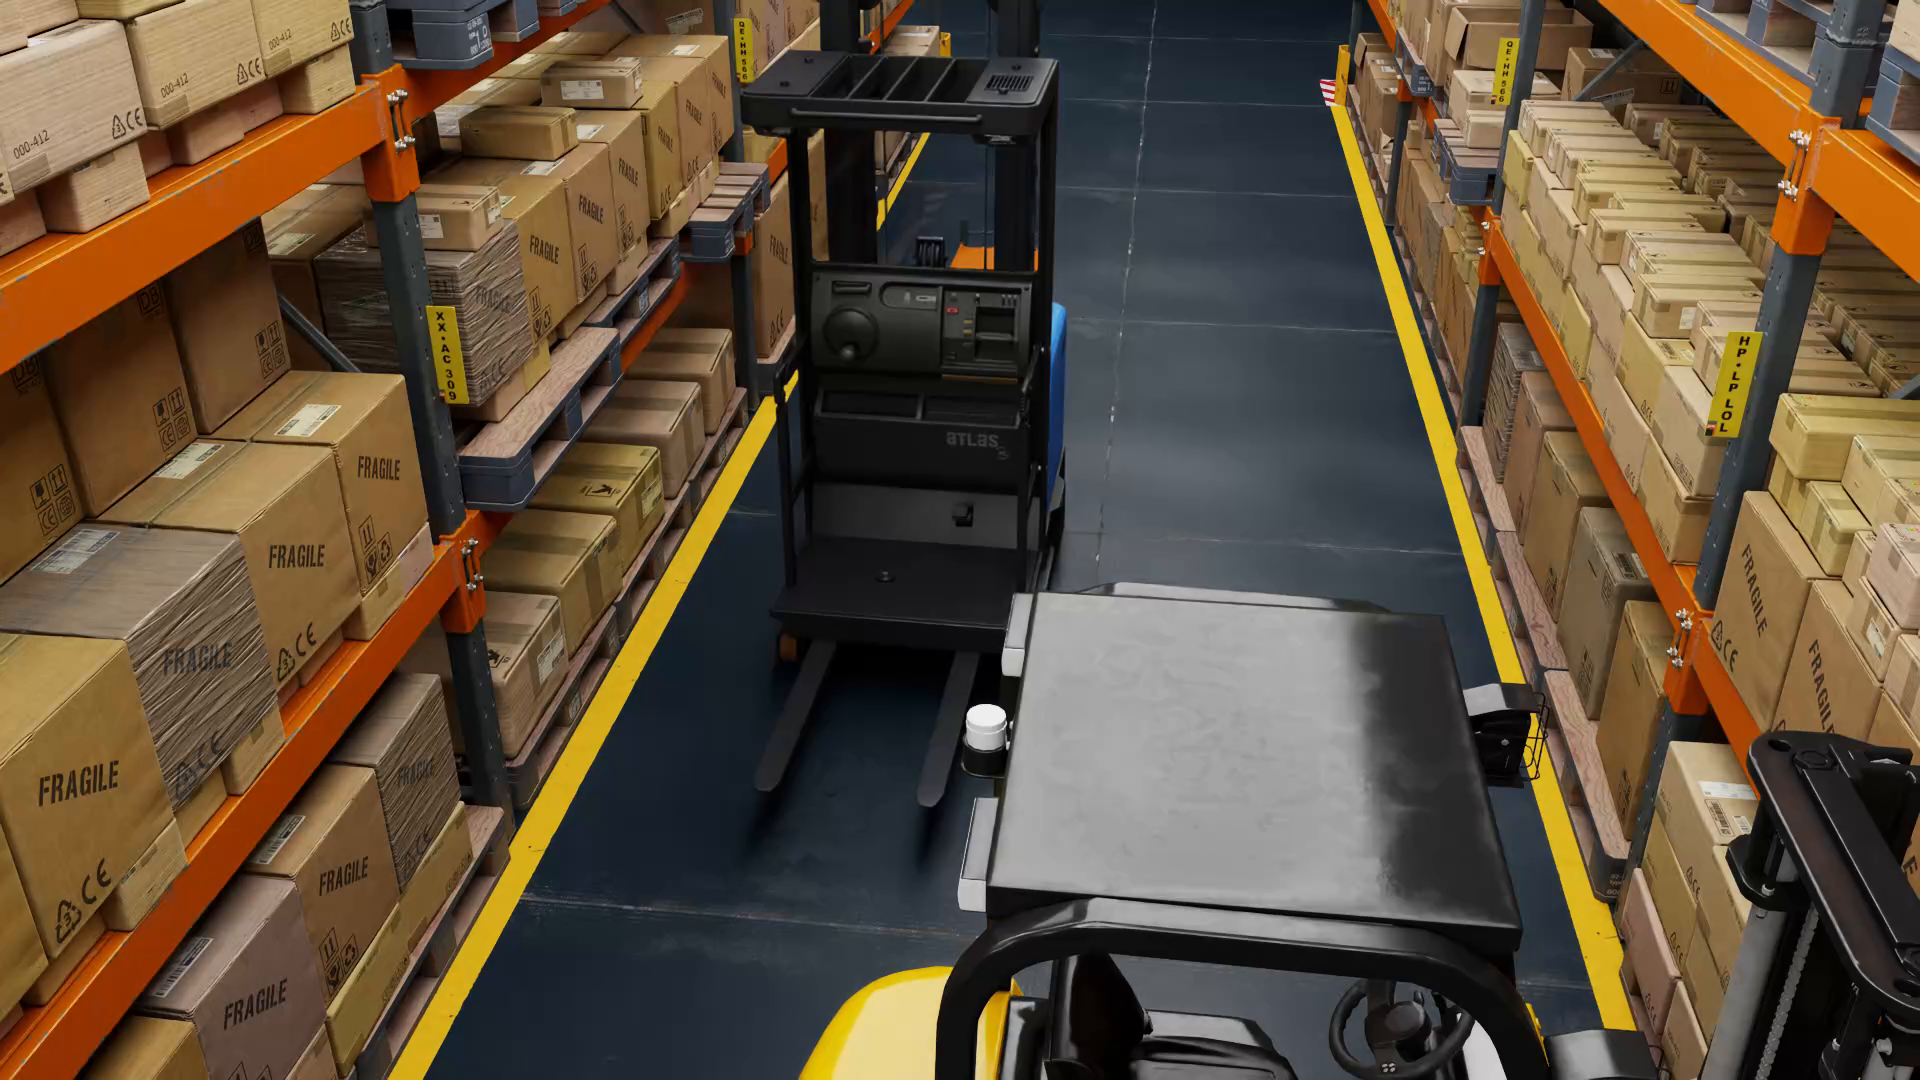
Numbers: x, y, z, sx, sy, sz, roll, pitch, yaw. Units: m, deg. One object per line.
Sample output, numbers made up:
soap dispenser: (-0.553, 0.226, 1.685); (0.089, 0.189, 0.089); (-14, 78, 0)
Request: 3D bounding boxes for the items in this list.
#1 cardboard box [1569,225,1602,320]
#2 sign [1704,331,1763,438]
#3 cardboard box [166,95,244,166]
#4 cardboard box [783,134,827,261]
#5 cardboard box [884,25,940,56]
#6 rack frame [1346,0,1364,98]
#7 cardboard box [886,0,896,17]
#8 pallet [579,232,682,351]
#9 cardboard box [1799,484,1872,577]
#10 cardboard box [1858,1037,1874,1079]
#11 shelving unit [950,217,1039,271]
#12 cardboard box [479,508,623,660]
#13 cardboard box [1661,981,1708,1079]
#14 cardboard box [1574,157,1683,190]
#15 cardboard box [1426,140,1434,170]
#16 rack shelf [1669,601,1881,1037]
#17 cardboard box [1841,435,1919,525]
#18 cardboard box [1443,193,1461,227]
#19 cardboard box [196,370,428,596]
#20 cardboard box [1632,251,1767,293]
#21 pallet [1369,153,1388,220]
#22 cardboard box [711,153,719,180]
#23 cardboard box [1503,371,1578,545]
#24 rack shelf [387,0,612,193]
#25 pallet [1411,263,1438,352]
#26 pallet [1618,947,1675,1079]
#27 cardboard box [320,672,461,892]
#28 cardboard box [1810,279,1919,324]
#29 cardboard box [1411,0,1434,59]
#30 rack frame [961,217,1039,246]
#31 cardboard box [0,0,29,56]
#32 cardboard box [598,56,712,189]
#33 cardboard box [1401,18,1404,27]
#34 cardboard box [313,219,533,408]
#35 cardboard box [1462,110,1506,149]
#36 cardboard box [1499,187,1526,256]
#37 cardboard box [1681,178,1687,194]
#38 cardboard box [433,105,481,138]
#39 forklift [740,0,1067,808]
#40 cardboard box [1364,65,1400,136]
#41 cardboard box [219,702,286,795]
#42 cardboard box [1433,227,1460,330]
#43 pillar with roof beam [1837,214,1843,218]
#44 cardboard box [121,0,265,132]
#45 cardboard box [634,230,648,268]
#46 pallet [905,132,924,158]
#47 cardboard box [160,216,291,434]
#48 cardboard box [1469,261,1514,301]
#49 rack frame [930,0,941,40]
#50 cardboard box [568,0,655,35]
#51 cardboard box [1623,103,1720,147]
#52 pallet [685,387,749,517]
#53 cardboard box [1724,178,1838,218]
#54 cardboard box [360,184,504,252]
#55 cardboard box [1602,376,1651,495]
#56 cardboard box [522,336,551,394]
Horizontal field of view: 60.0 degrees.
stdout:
cardboard box: (2.775, -1.063, 6.691); (0.500, 0.250, 0.500); (4, 29, 7)
sign: (2.224, -0.445, 4.776); (0.100, 0.325, 0.005); (3, 28, 6)
cardboard box: (-2.024, -1.038, 4.117); (0.380, 0.149, 0.250); (4, 29, 7)
cardboard box: (-1.392, -2.102, 10.787); (0.875, 0.875, 0.875); (4, 29, 7)
cardboard box: (-0.674, -4.619, 15.920); (0.875, 0.438, 0.875); (2, 28, 4)
rack frame: (4.234, -5.592, 15.467); (1.000, 3.000, 0.127); (3, 28, 6)
cardboard box: (-0.799, -4.482, 13.302); (0.500, 0.500, 0.500); (4, 29, 7)
pallet: (-1.874, -1.094, 7.321); (1.003, 0.211, 1.213); (3, 28, 6)
cardboard box: (2.434, -0.016, 4.328); (0.380, 0.149, 0.250); (4, 29, 7)
cardboard box: (2.271, 1.327, 4.027); (0.500, 0.250, 0.500); (4, 29, 8)
shelving unit: (0.177, -1.029, 8.975); (0.538, 1.125, 1.048); (4, 29, 8)
cardboard box: (-2.016, 0.156, 7.125); (0.950, 0.372, 0.625); (5, 29, 9)
cardboard box: (2.329, 1.531, 4.702); (0.500, 0.250, 0.500); (3, 28, 5)
cardboard box: (2.865, -1.531, 7.140); (0.380, 0.149, 0.250); (4, 29, 7)
cardboard box: (3.459, -2.669, 11.551); (0.380, 0.149, 0.250); (2, 28, 4)
rack shelf: (2.519, 1.315, 3.405); (1.077, 0.370, 4.000); (3, 28, 6)
cardboard box: (2.506, -0.142, 4.247); (0.380, 0.149, 0.250); (4, 29, 7)
cardboard box: (3.254, -2.066, 10.431); (0.380, 0.149, 0.250); (2, 28, 4)
cardboard box: (-1.970, -0.181, 5.005); (0.500, 0.500, 0.500); (3, 28, 5)
cardboard box: (2.676, -0.932, 6.029); (0.380, 0.149, 0.250); (3, 28, 5)
pallet: (3.829, -2.805, 13.234); (1.003, 0.211, 1.213); (3, 28, 6)
cardboard box: (-1.440, -1.889, 8.415); (0.380, 0.149, 0.250); (4, 29, 7)
cardboard box: (3.092, -0.365, 7.826); (0.875, 0.625, 0.625); (4, 29, 8)
rack shelf: (-1.918, -2.175, 6.721); (1.077, 0.370, 4.000); (3, 28, 6)
pallet: (3.535, -1.520, 10.850); (1.003, 0.211, 1.213); (3, 28, 6)
pallet: (2.625, 1.656, 4.953); (1.003, 0.211, 1.213); (3, 28, 6)
cardboard box: (-1.969, 0.760, 5.343); (0.500, 0.500, 0.500); (3, 28, 5)
cardboard box: (3.147, -0.788, 5.761); (0.380, 0.149, 0.250); (3, 28, 6)
cardboard box: (3.400, -3.480, 10.998); (0.700, 0.500, 0.500); (4, 29, 7)
rack frame: (0.253, -1.268, 9.417); (0.500, 1.125, 0.032); (4, 29, 8)
cardboard box: (-2.077, -1.015, 3.232); (0.380, 0.149, 0.250); (4, 29, 7)
cardboard box: (-1.505, -1.999, 7.935); (0.500, 0.500, 0.500); (3, 28, 5)
cardboard box: (3.543, -3.887, 12.567); (0.380, 0.149, 0.250); (4, 29, 8)
cardboard box: (-1.821, -0.794, 5.699); (0.500, 0.500, 0.500); (4, 29, 7)
cardboard box: (2.954, -2.232, 9.052); (0.380, 0.149, 0.250); (4, 29, 7)
cardboard box: (2.957, -1.566, 8.151); (0.500, 0.250, 0.500); (3, 29, 6)
cardboard box: (3.414, -1.512, 7.525); (0.500, 0.250, 0.500); (4, 29, 7)
cardboard box: (-2.142, -1.543, 7.090); (0.500, 0.500, 0.500); (2, 28, 4)
forklift: (-0.194, -0.866, 6.768); (1.130, 2.935, 3.031); (4, 29, 8)
cardboard box: (3.758, -3.751, 14.242); (0.500, 0.500, 0.500); (4, 29, 7)
cardboard box: (-2.021, 0.528, 4.372); (0.380, 0.149, 0.250); (3, 28, 5)
cardboard box: (3.226, -1.604, 10.257); (0.500, 0.500, 0.500); (5, 29, 8)
pillar with roof beam: (-0.284, -4.051, 6.282); (9.100, 9.000, 0.400); (3, 28, 6)
cardboard box: (-2.010, -1.154, 3.912); (0.500, 0.250, 0.500); (3, 28, 5)
cardboard box: (-1.590, -1.285, 7.295); (0.380, 0.149, 0.250); (2, 28, 5)
pallet: (-0.865, -3.697, 14.891); (1.003, 0.211, 1.213); (3, 28, 6)
cardboard box: (-2.432, -0.651, 4.822); (0.700, 0.500, 0.500); (3, 28, 6)
cardboard box: (3.063, -1.443, 9.275); (0.380, 0.149, 0.250); (2, 28, 4)
rack frame: (-0.692, -5.879, 15.999); (1.000, 3.000, 0.127); (3, 28, 6)
cardboard box: (-1.869, -2.856, 9.228); (0.500, 0.500, 0.500); (3, 28, 5)
cardboard box: (3.415, -1.991, 7.994); (0.380, 0.149, 0.250); (4, 29, 8)
pallet: (-1.770, -0.518, 8.988); (1.003, 0.211, 1.213); (3, 28, 6)
cardboard box: (3.384, -1.383, 6.864); (0.380, 0.149, 0.250); (3, 28, 5)
cardboard box: (-1.754, -1.076, 5.540); (0.380, 0.149, 0.250); (3, 28, 6)
cardboard box: (2.622, -0.367, 5.926); (0.500, 0.250, 0.500); (3, 28, 6)
cardboard box: (-1.742, -0.663, 6.140); (0.380, 0.149, 0.250); (4, 29, 7)
